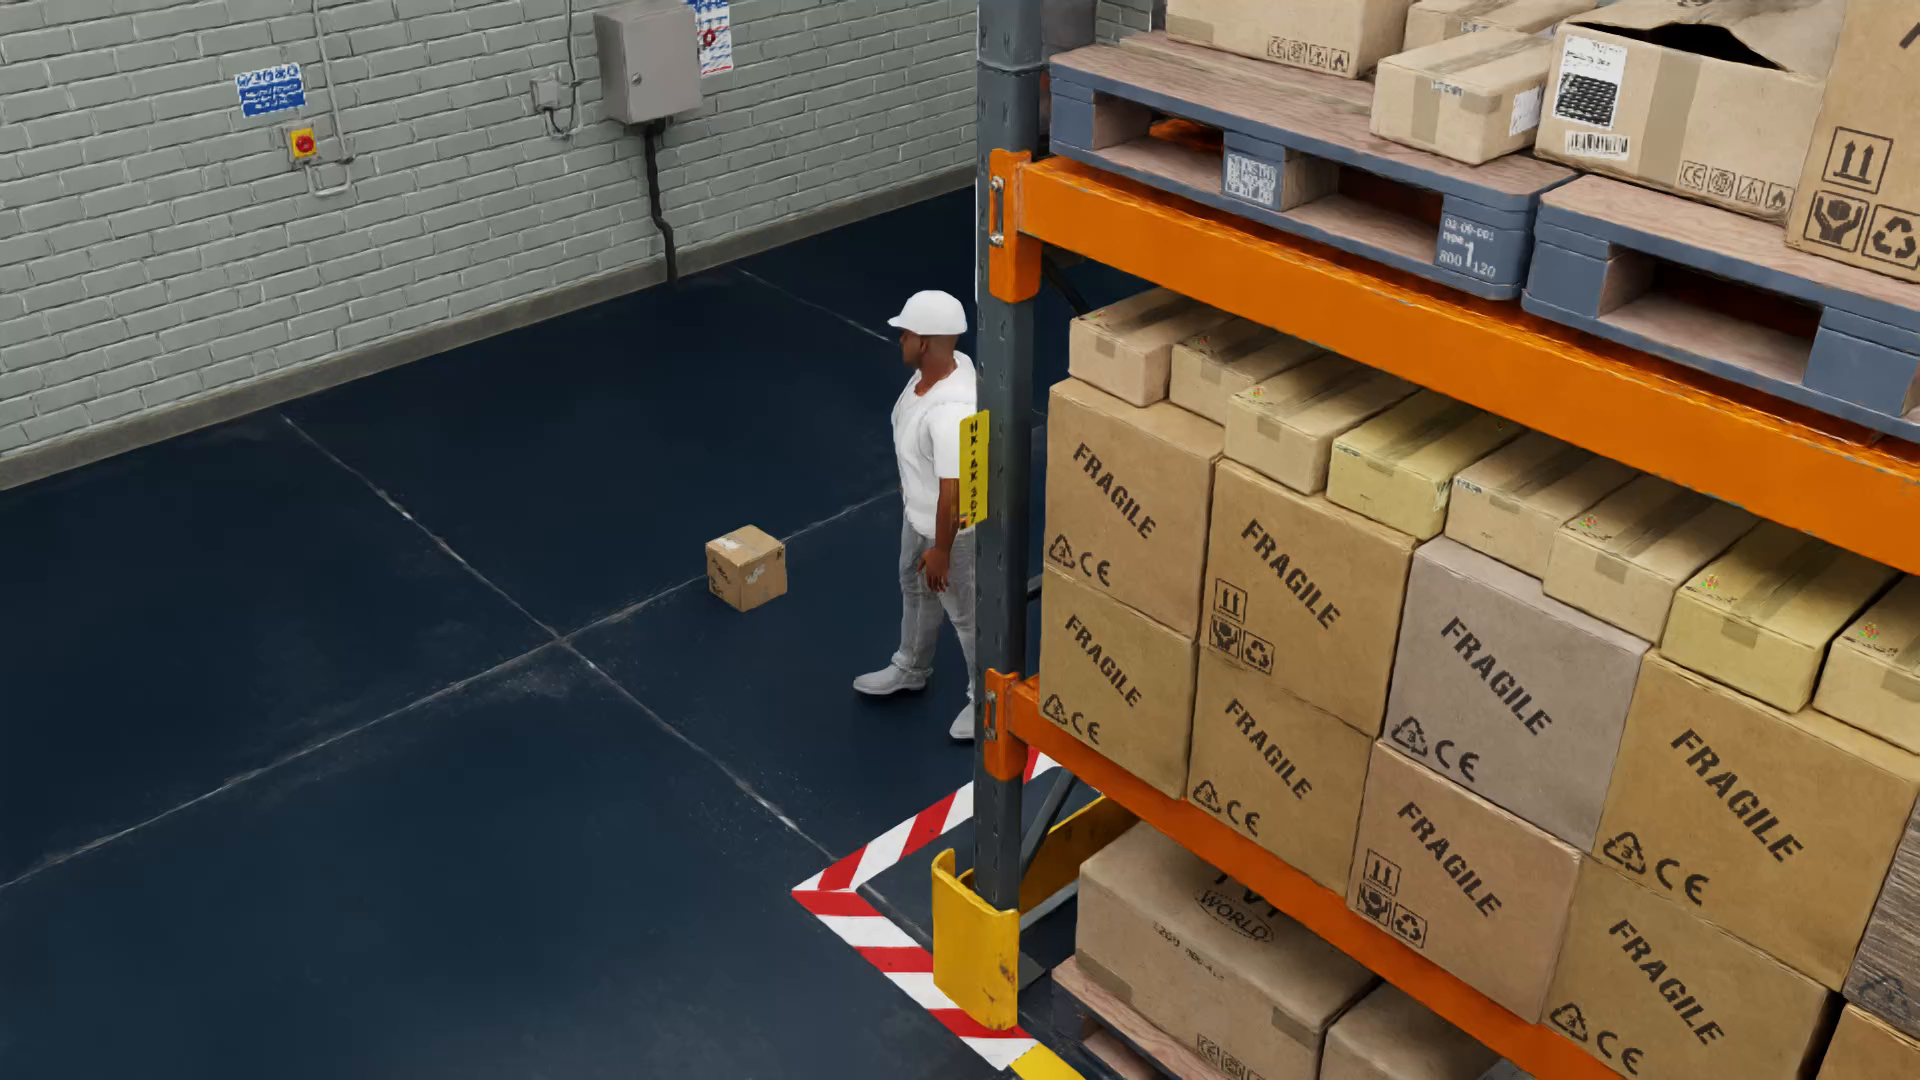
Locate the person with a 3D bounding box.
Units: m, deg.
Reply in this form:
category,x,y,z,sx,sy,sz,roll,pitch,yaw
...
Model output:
category,x,y,z,sx,sy,sz,roll,pitch,yaw
person,-0.128,-0.108,6.241,0.582,1.763,0.670,-7,32,-12
